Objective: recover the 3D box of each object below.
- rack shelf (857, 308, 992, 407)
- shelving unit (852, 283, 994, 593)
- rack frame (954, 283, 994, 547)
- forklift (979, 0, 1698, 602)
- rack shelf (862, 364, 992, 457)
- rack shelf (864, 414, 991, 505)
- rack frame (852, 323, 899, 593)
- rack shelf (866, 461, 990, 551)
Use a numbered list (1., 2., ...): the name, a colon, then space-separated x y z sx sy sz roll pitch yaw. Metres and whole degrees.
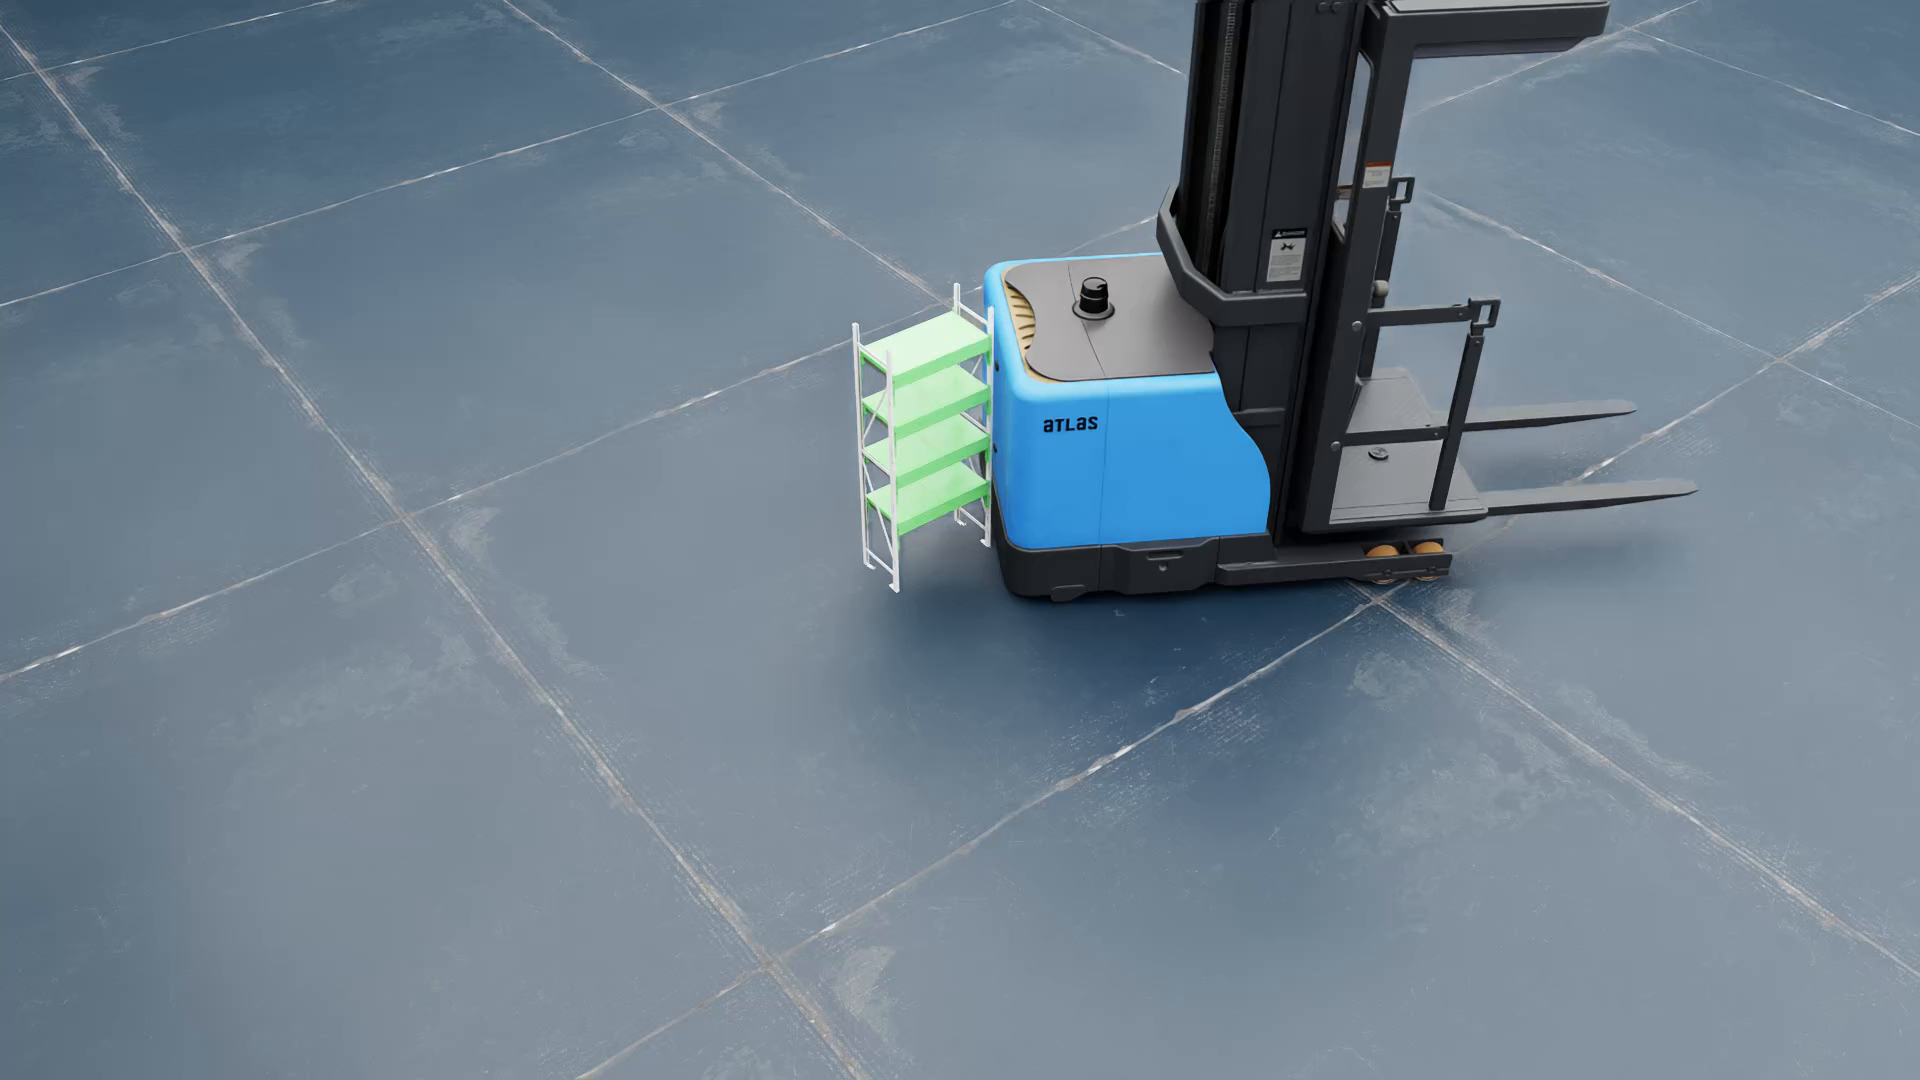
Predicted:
1. rack shelf: -0.140 -0.721 6.527 0.480 0.148 0.258 -26 46 -28
2. shelving unit: -0.140 -0.399 6.791 0.503 1.200 0.258 -26 46 -28
3. rack frame: 0.054 -0.494 6.905 0.015 1.200 0.240 -26 46 -28
4. forklift: 1.640 -1.277 6.496 3.031 2.935 1.130 -4 40 -5
5. rack shelf: -0.140 -0.536 6.679 0.480 0.148 0.258 -26 46 -28
6. rack shelf: -0.140 -0.350 6.831 0.480 0.148 0.258 -26 46 -28
7. rack frame: -0.334 -0.305 6.676 0.015 1.200 0.240 -26 46 -28
8. rack shelf: -0.140 -0.165 6.984 0.480 0.148 0.258 -26 46 -28
